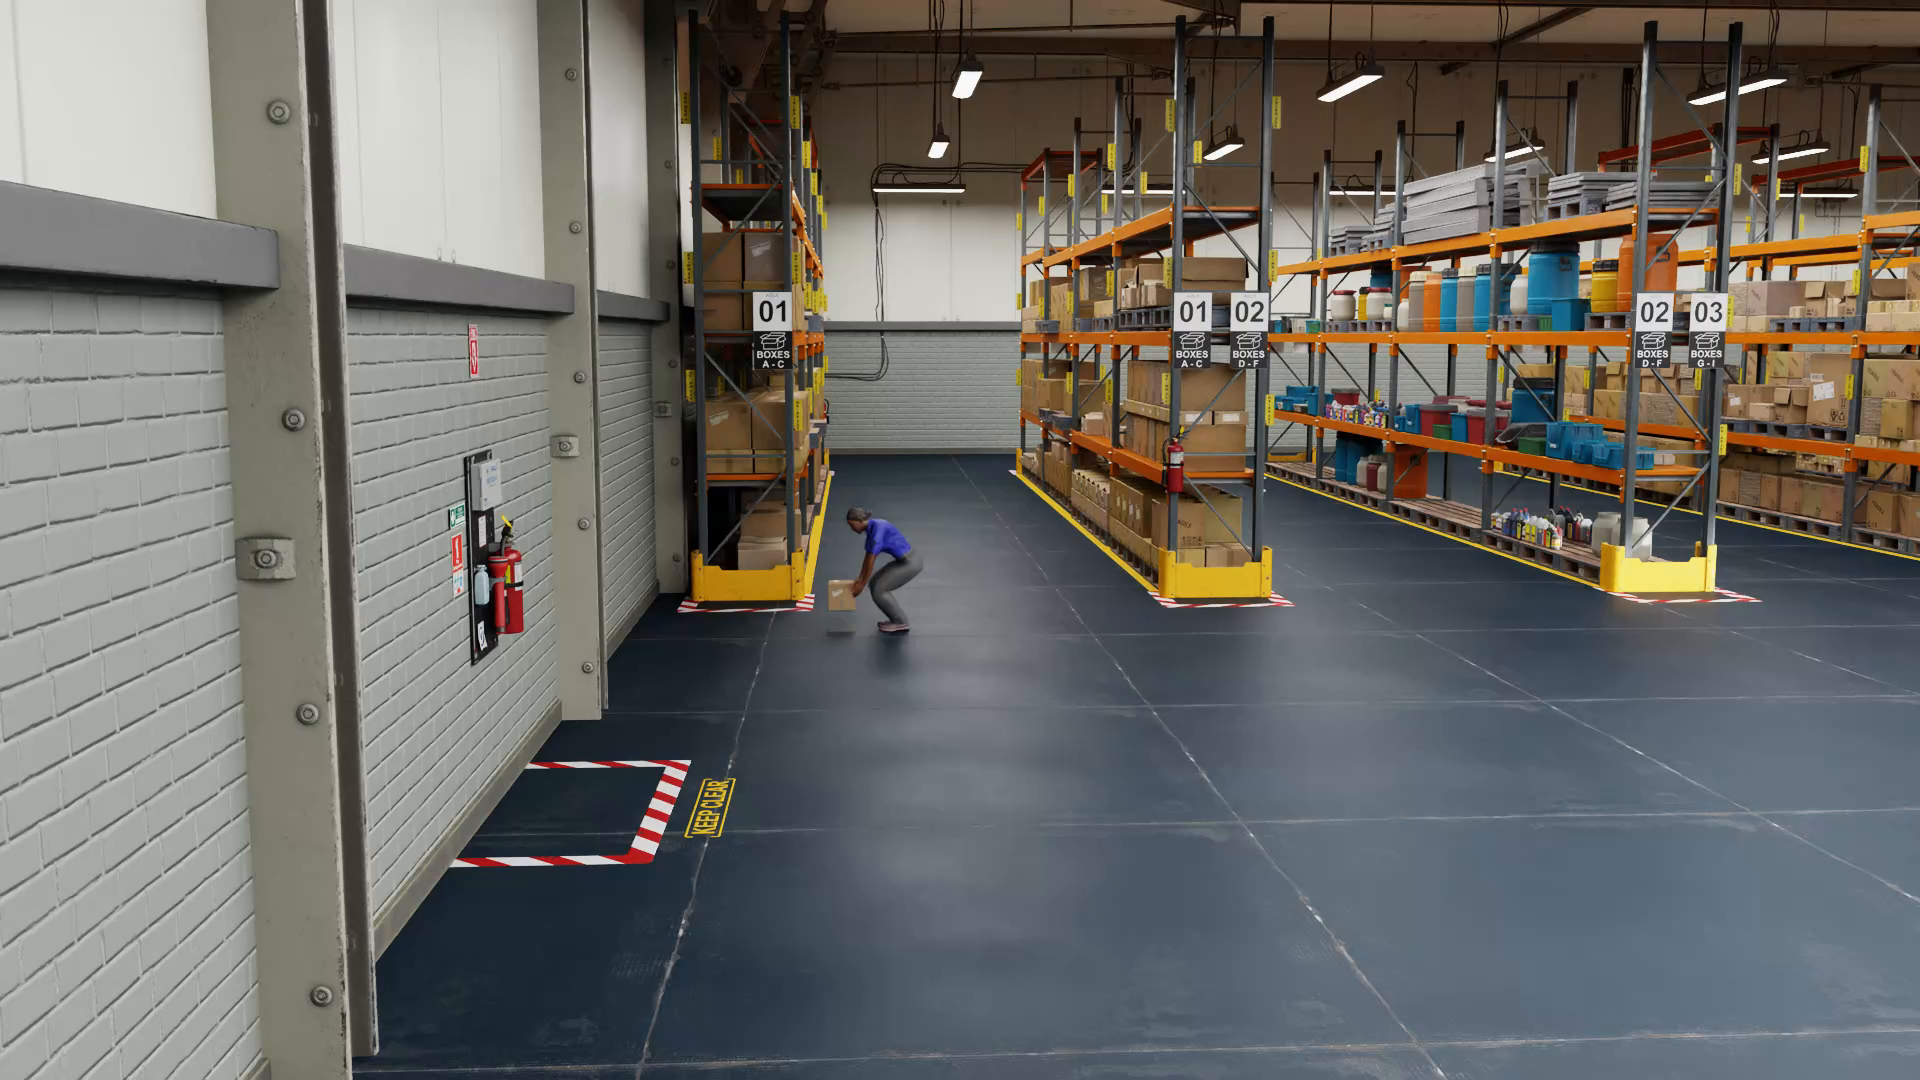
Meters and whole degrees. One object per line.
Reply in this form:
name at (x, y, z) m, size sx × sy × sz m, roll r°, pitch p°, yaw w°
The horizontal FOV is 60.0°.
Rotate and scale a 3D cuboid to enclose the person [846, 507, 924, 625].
person at (-0.700, 0.240, 15.626) m, size 0.726 × 1.112 × 0.501 m, roll 0°, pitch 7°, yaw -4°
